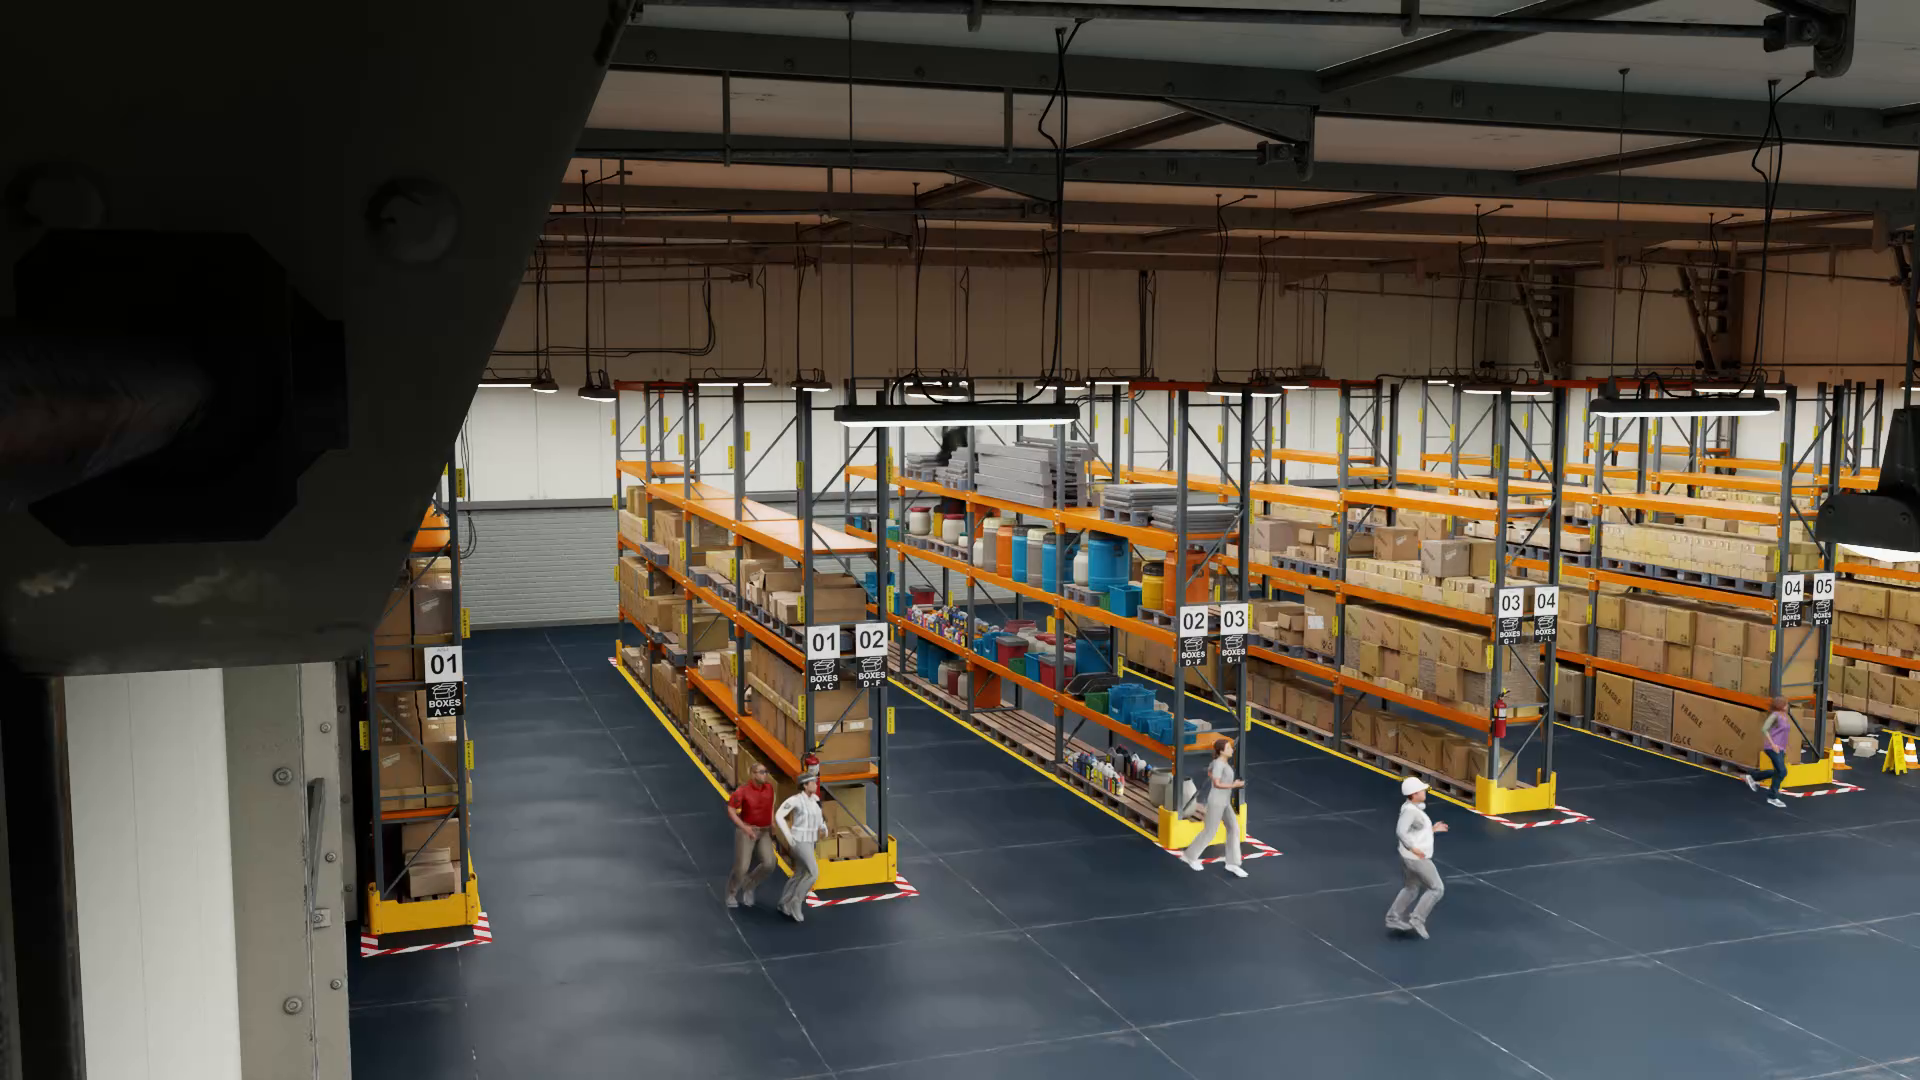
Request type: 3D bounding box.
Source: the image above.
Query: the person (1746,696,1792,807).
[{"bbox_3d":[11.760,3.030,24.111,0.583,1.550,0.619,-6,8,-43],"label":"person"}]

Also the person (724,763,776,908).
[{"bbox_3d":[-2.385,3.447,19.461,0.721,1.680,0.598,-5,8,-38],"label":"person"}]

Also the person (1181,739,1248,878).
[{"bbox_3d":[3.203,3.312,20.705,0.833,1.702,0.574,2,6,21],"label":"person"}]

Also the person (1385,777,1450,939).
[{"bbox_3d":[5.080,3.518,18.411,0.688,1.803,0.638,1,6,5],"label":"person"}]

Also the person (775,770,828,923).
[{"bbox_3d":[-1.786,3.496,19.128,0.616,1.684,0.631,3,7,26],"label":"person"}]
